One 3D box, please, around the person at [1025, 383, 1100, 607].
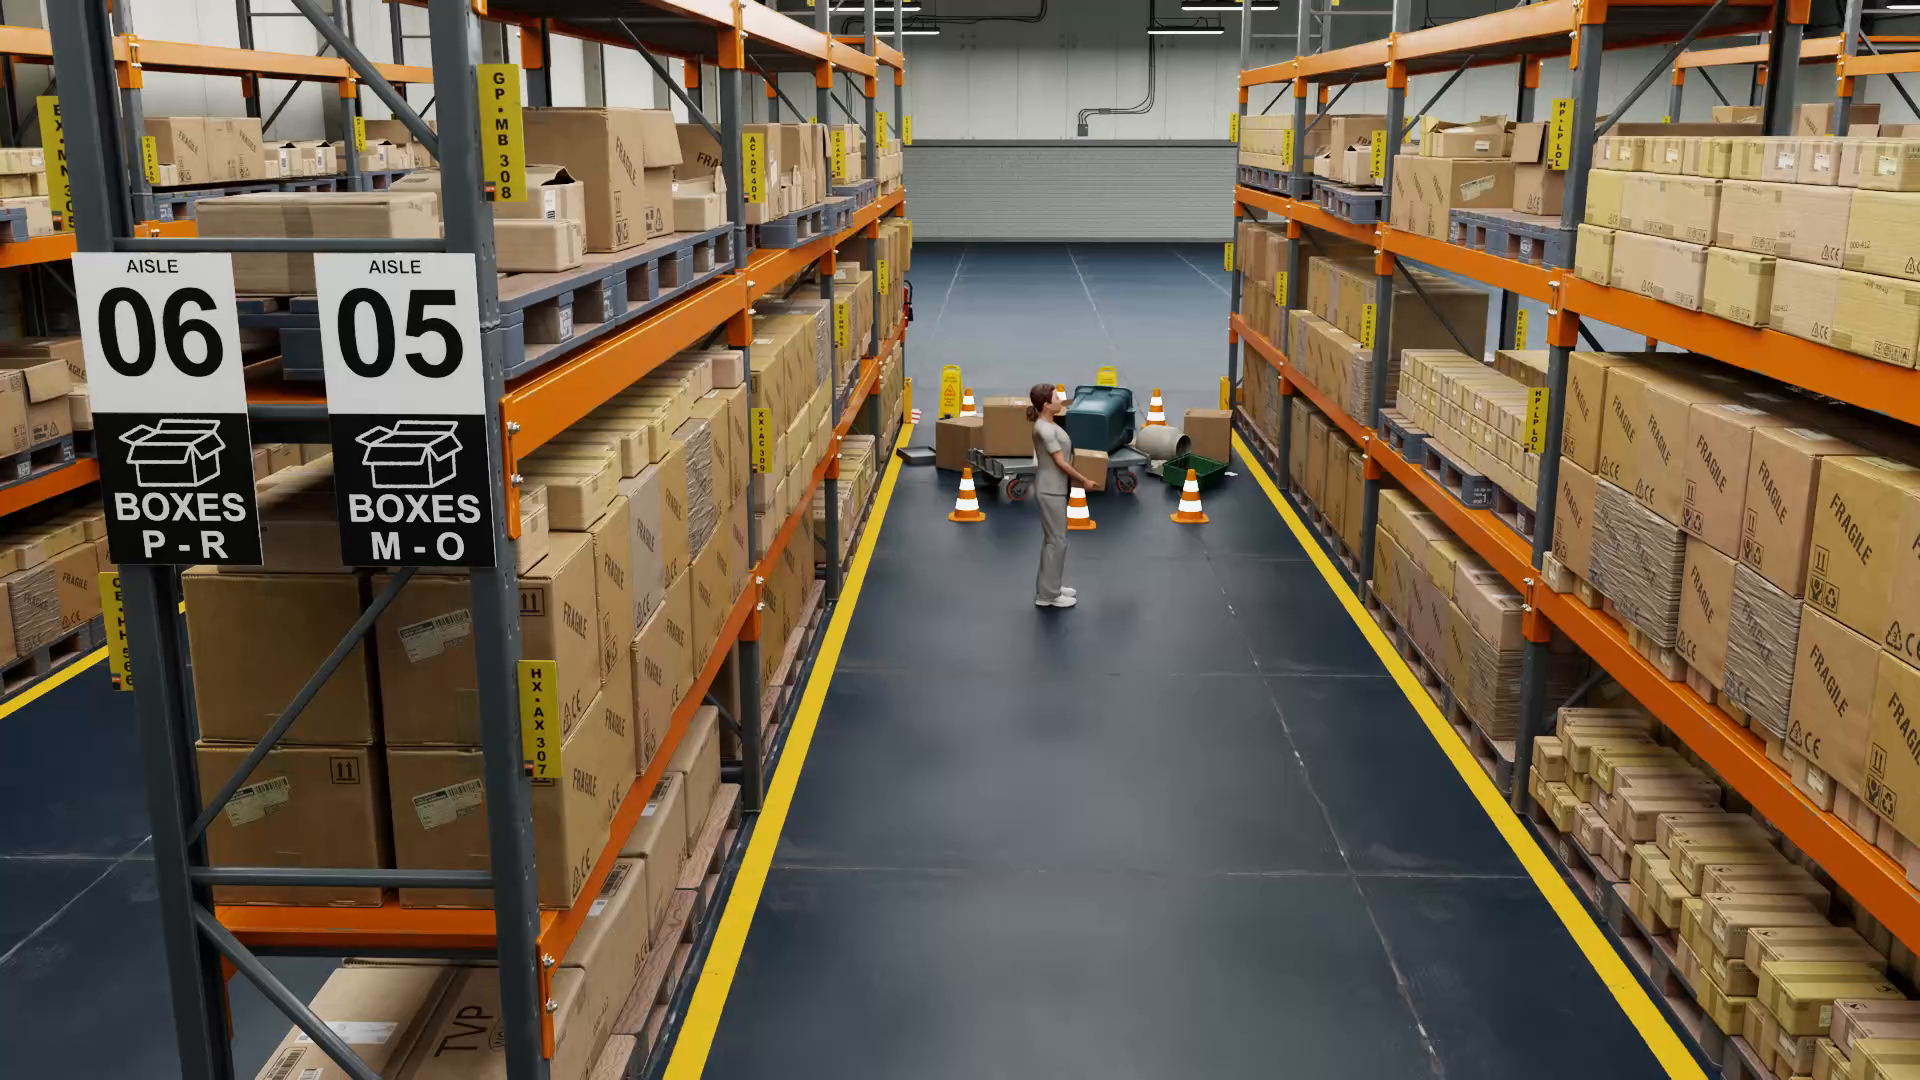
[{"bbox_3d":[0.763,-0.322,12.415,0.549,1.615,0.438,0,14,2],"label":"person"}]
